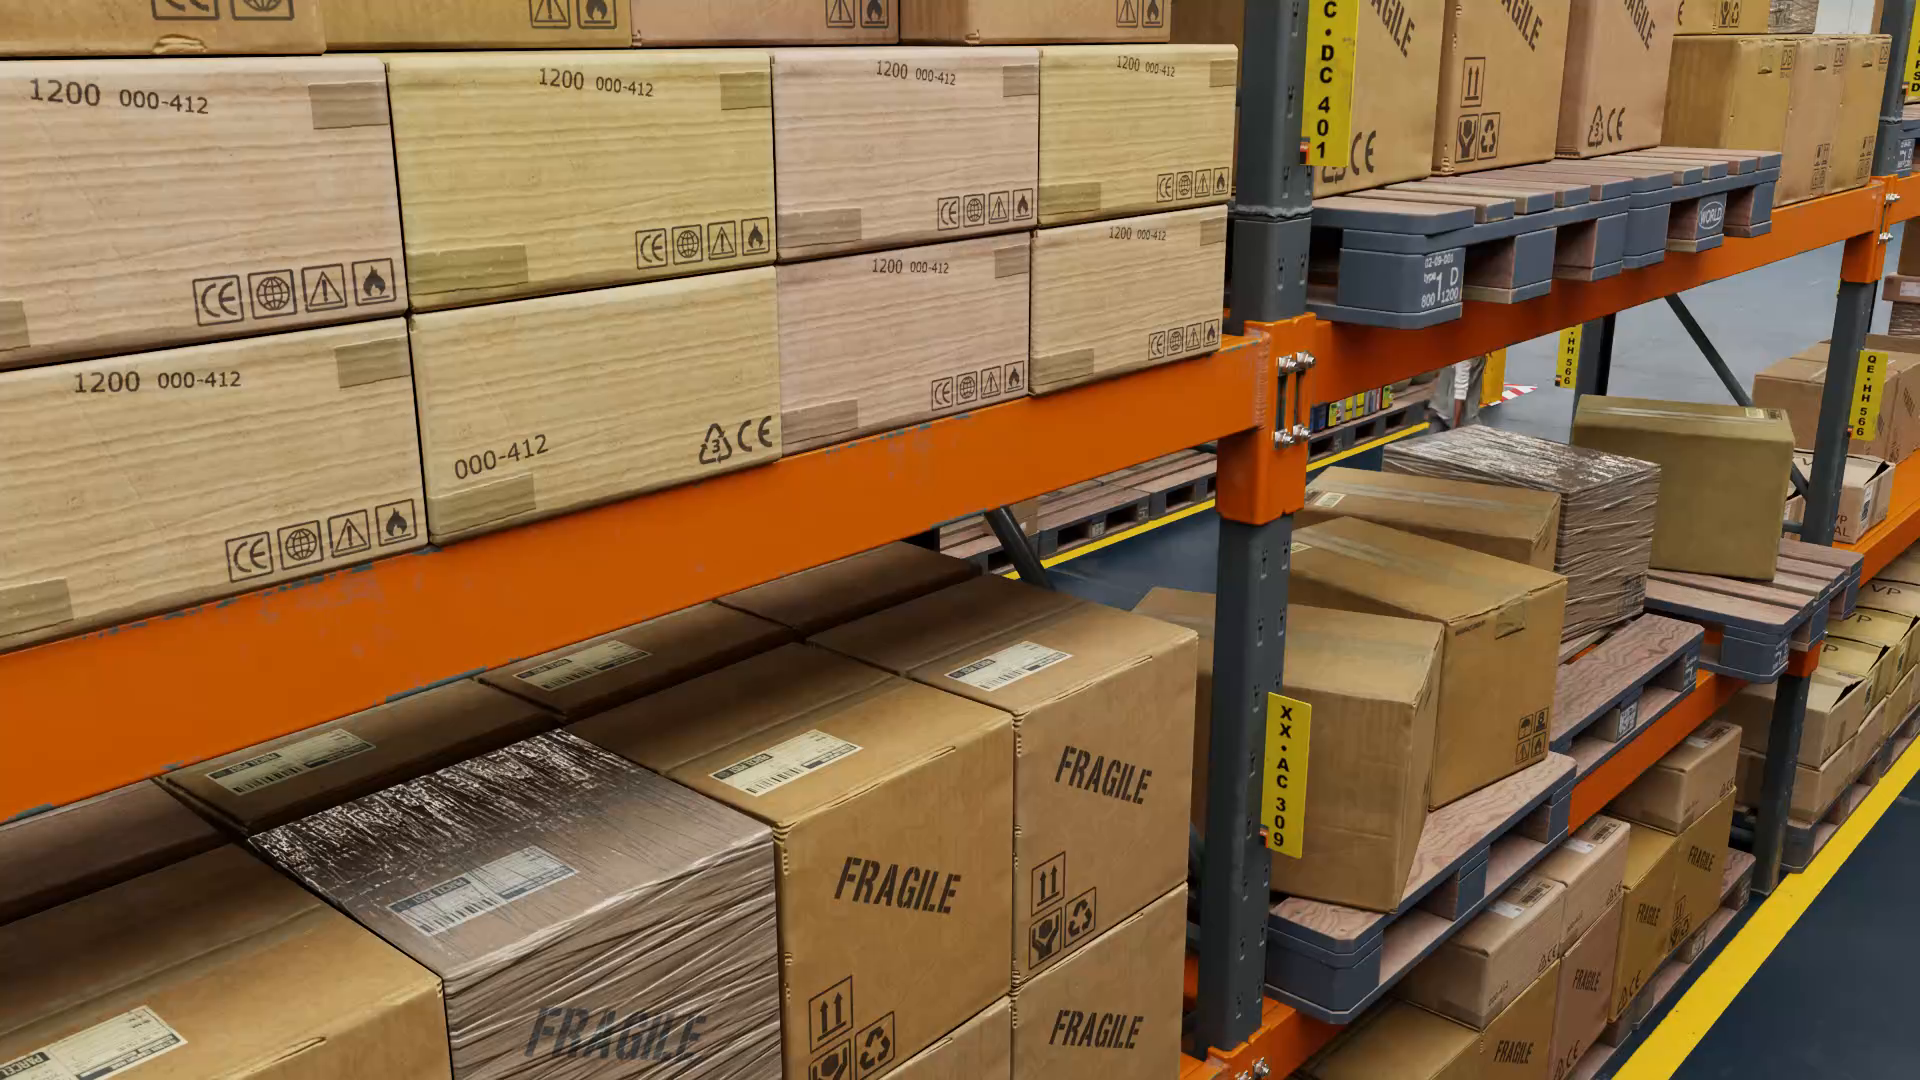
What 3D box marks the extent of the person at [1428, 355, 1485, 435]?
[{"bbox_3d":[3.414,-0.860,11.327,0.799,1.592,0.424,-7,18,-21],"label":"person"}]
